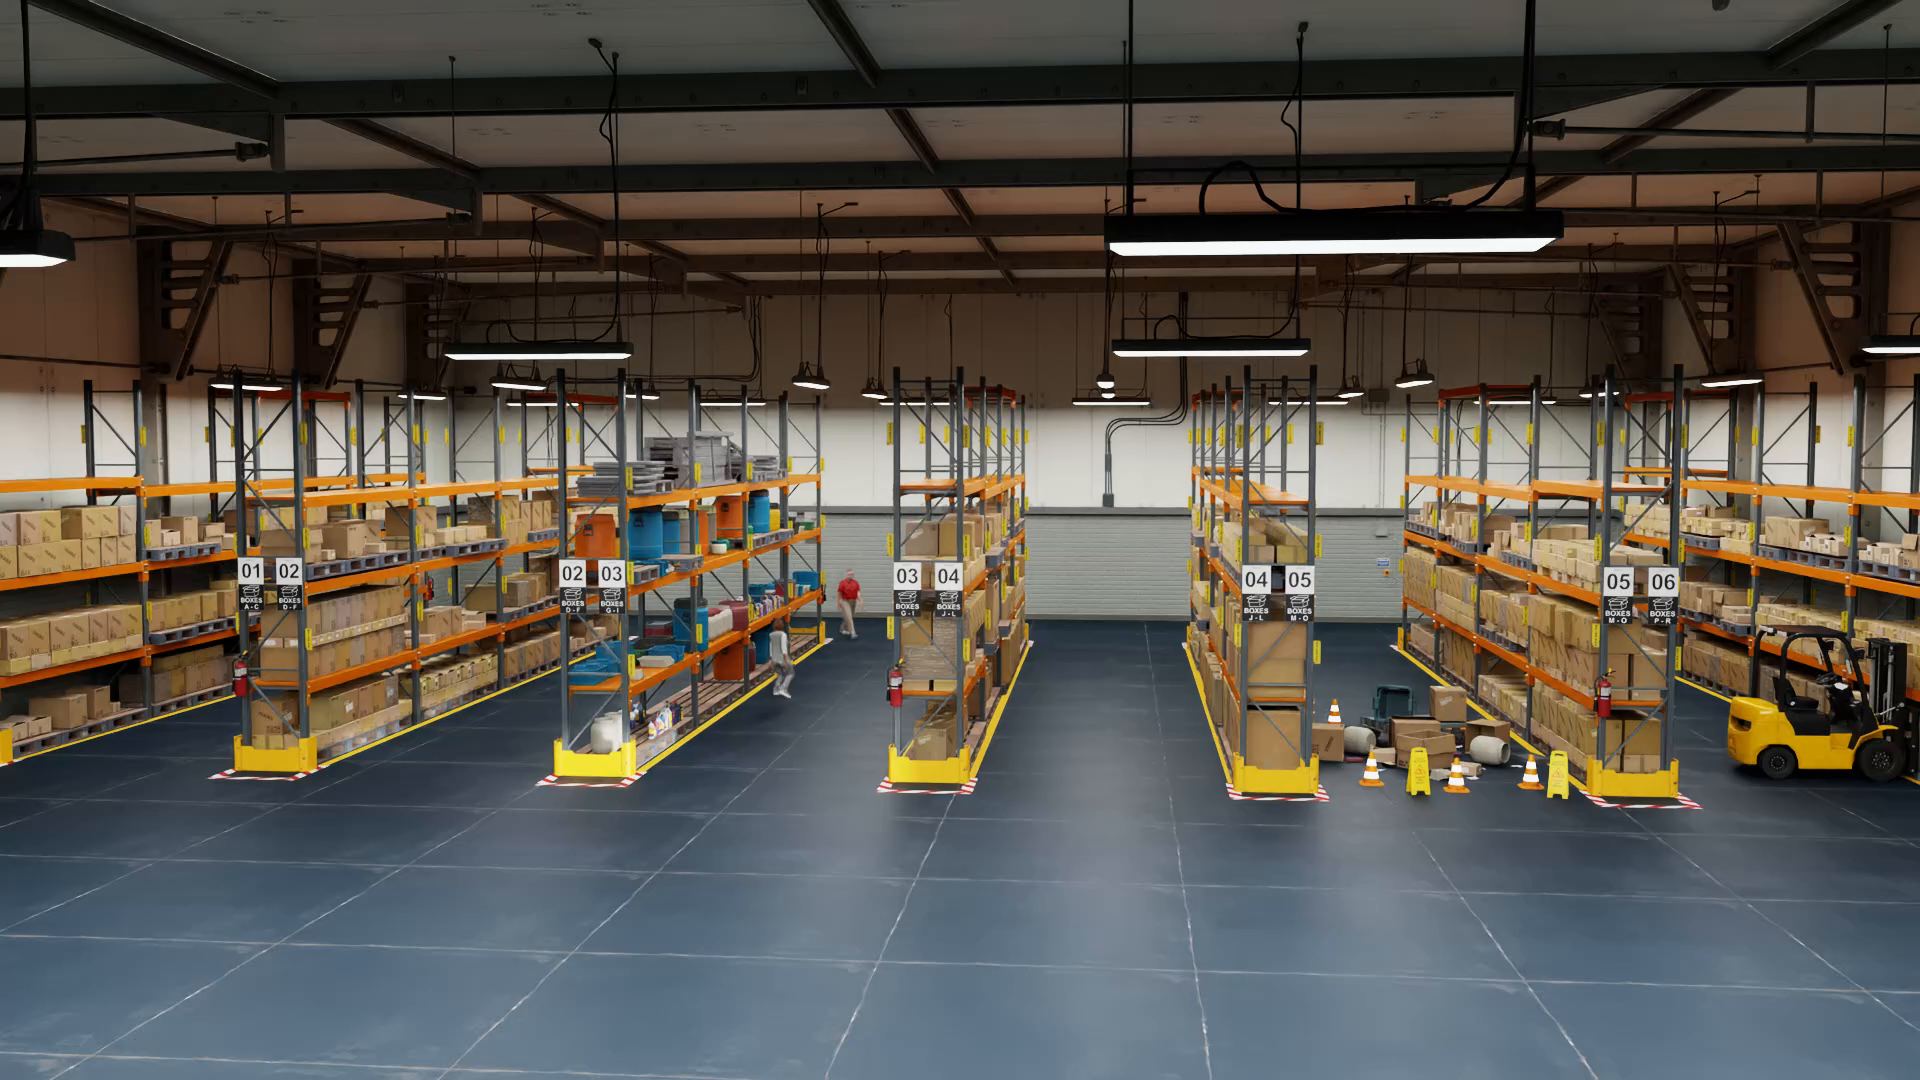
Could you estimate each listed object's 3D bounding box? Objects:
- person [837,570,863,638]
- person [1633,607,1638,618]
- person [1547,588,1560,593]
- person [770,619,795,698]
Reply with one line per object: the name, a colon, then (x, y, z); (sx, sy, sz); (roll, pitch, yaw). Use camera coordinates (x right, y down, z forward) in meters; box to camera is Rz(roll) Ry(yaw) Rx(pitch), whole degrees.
person: (-2.738, 1.570, 41.359); (0.550, 1.650, 1.116); (-3, 4, -37)
person: (13.755, 1.987, 34.121); (0.518, 1.783, 0.538); (-1, 4, -19)
person: (15.097, 1.560, 42.180); (1.001, 1.628, 0.443); (-1, 4, -13)
person: (-3.295, 2.167, 30.410); (0.448, 1.452, 0.516); (1, 4, 19)
